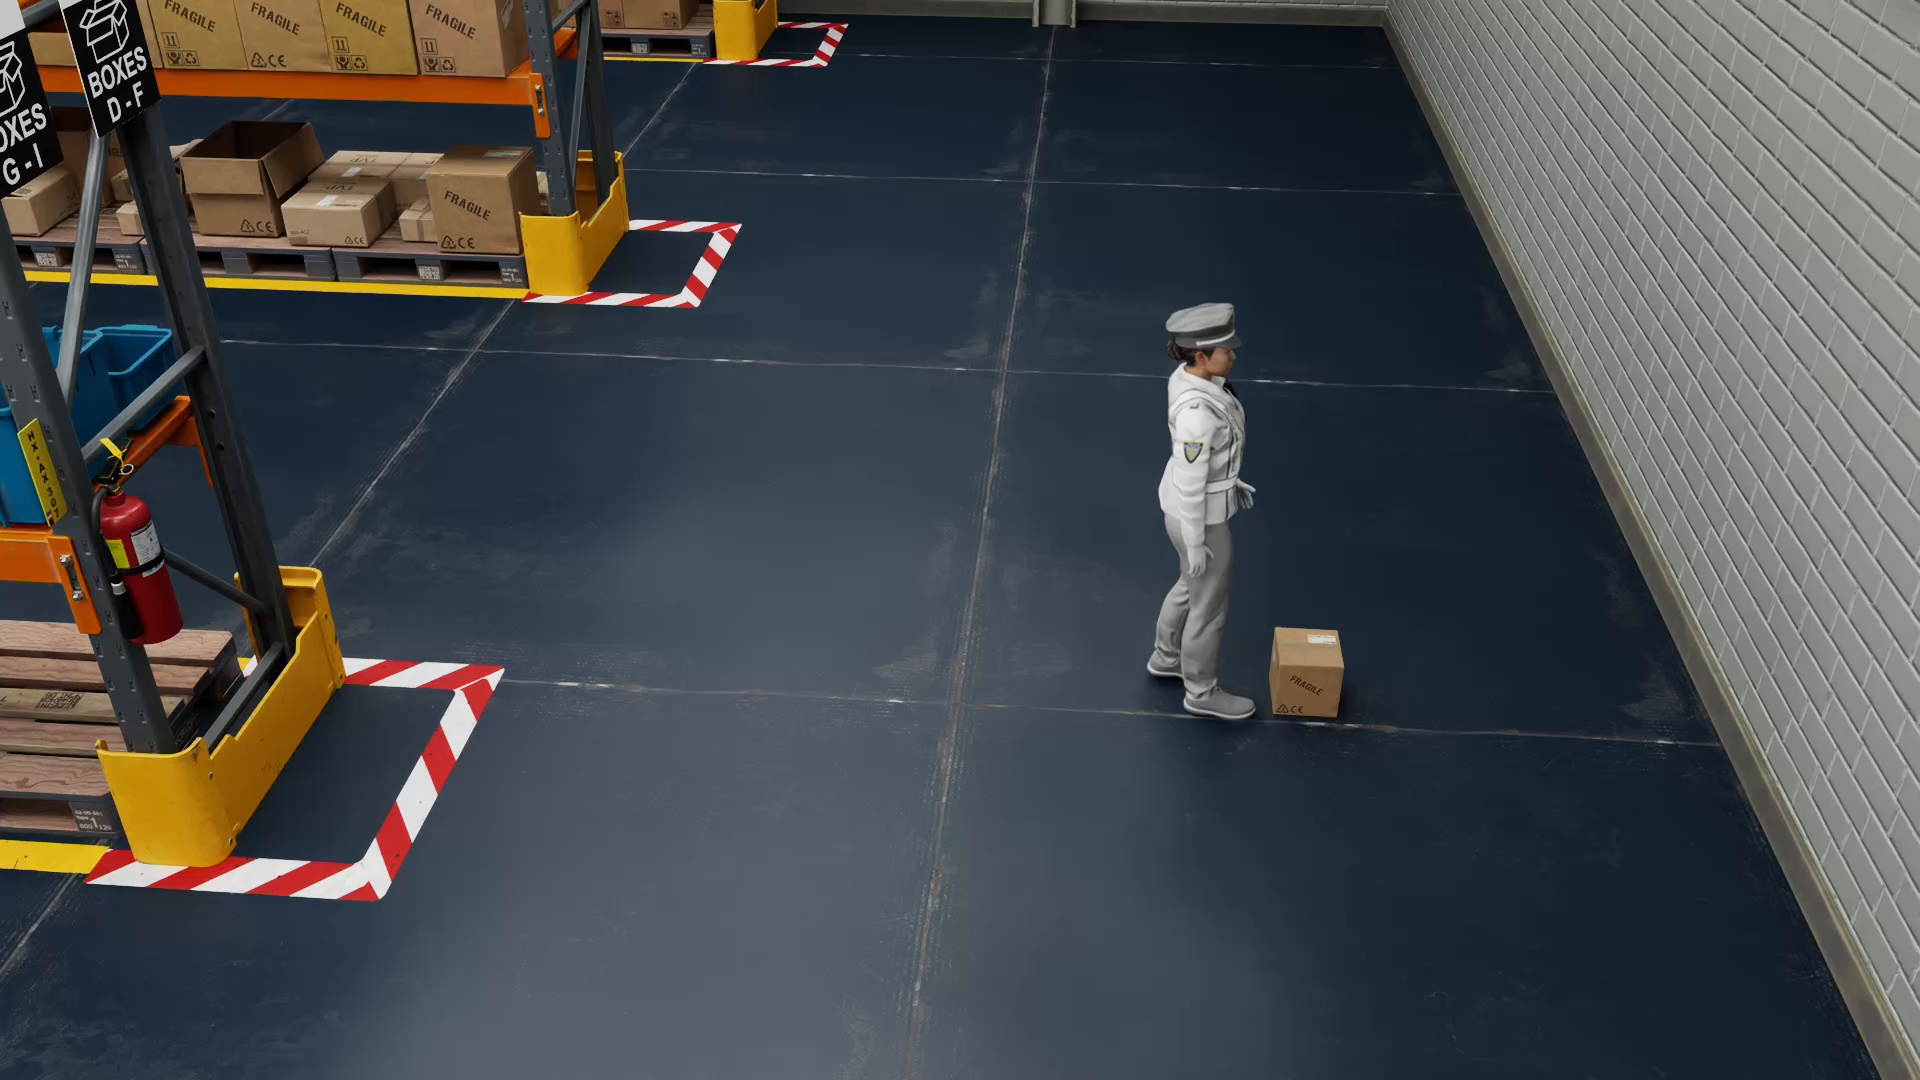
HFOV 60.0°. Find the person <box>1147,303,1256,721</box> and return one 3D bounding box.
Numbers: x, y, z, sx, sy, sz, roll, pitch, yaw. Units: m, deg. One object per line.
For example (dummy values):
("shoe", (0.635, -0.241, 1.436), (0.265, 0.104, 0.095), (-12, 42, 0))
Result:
("person", (0.954, -0.103, 6.268), (0.457, 1.691, 0.520), (2, 32, 4))
